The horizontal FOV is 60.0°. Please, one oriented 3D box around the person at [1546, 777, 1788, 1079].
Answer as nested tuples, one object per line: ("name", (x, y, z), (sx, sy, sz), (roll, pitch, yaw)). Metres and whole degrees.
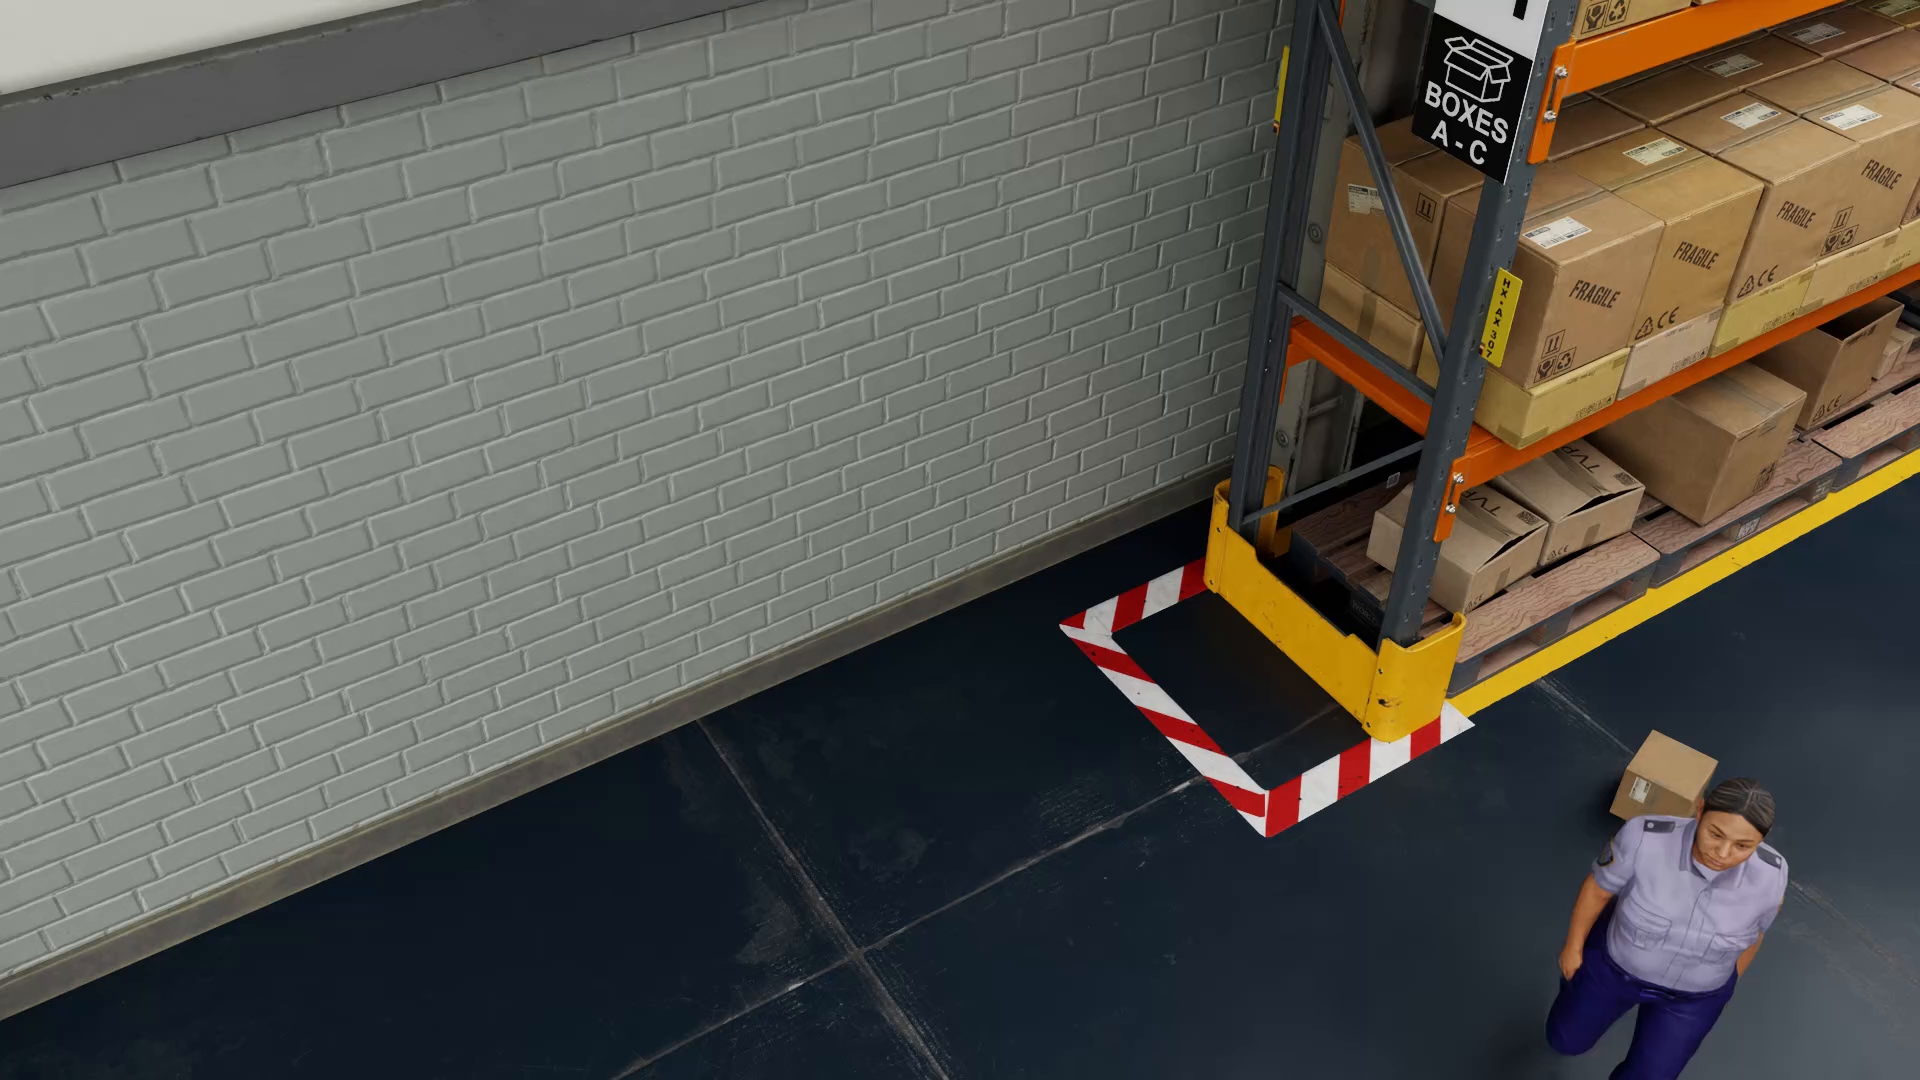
("person", (1.990, 1.185, 4.797), (0.487, 1.604, 0.739), (15, 43, 16))
